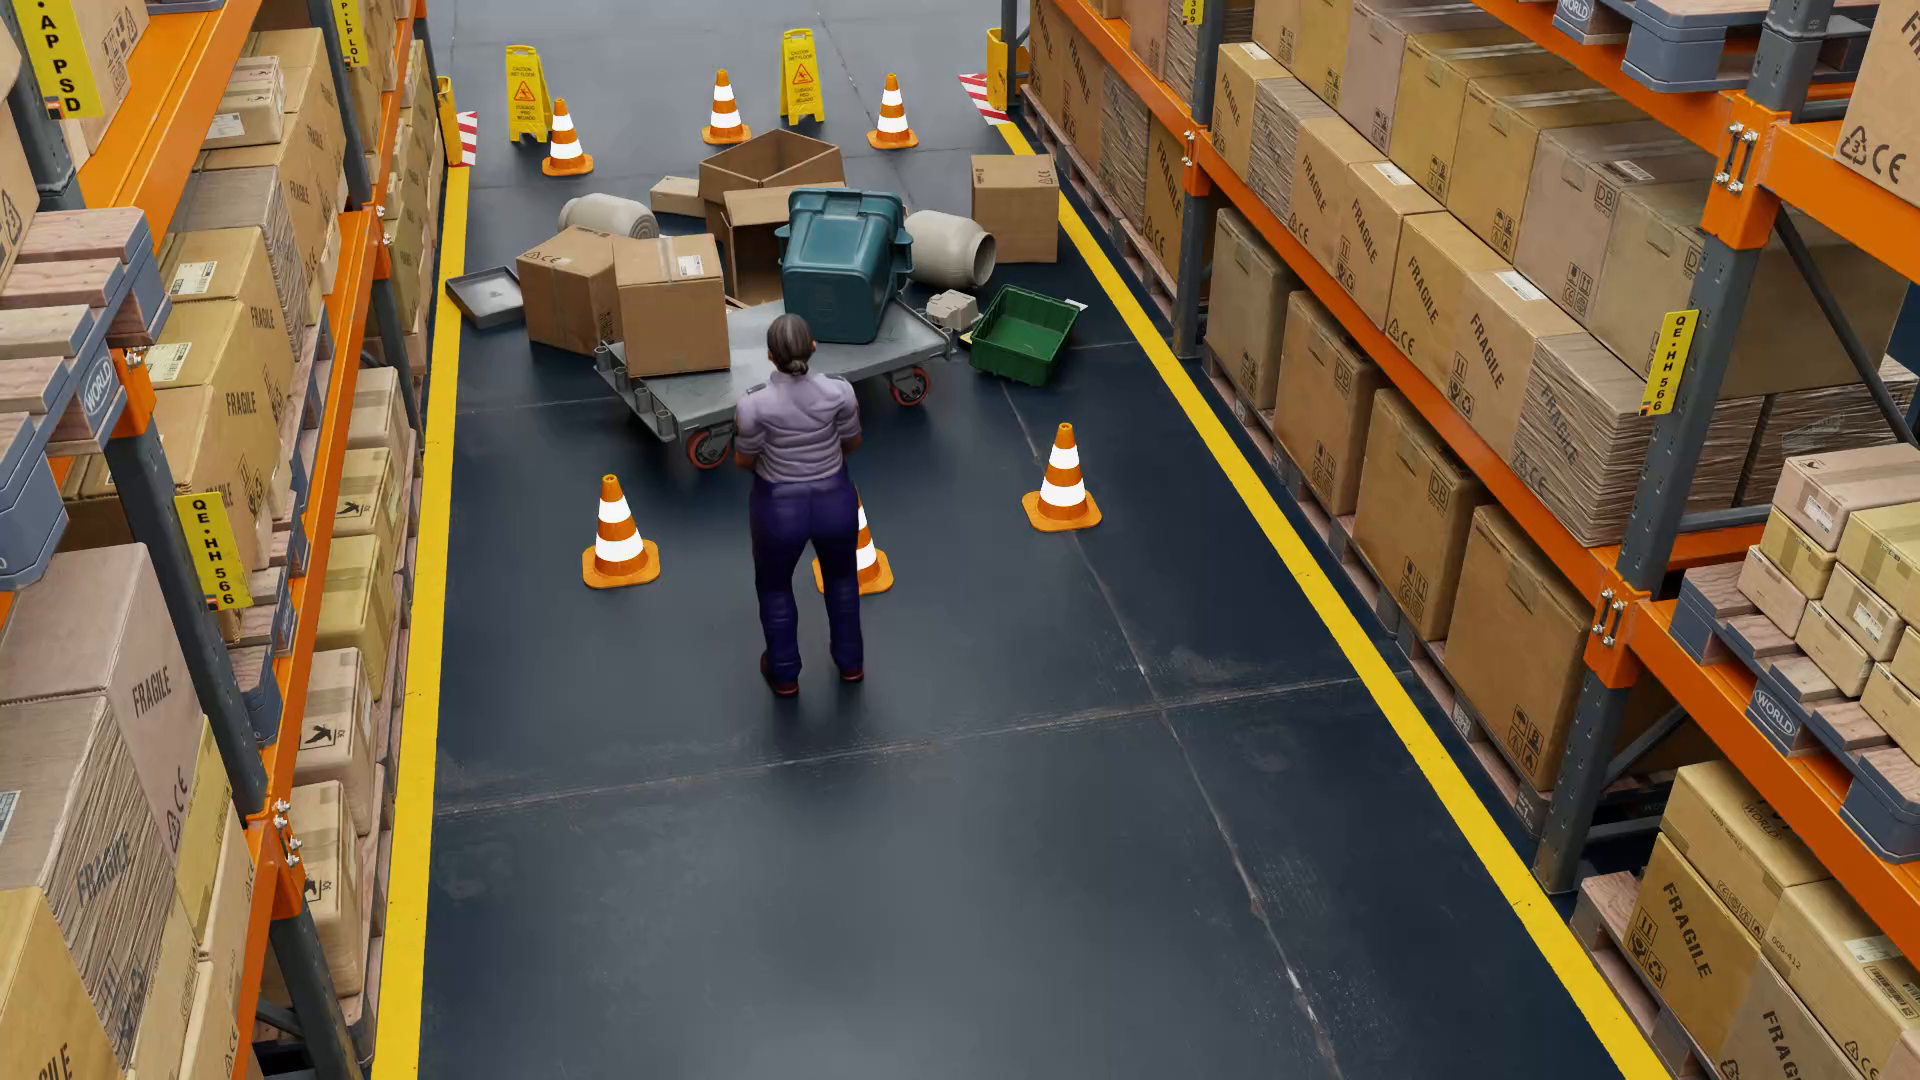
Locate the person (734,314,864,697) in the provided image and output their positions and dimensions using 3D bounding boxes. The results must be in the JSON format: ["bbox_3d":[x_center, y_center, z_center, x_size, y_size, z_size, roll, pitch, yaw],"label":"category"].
[{"bbox_3d":[-0.617,-0.159,6.382,0.480,1.652,0.498,-10,36,-14],"label":"person"}]
